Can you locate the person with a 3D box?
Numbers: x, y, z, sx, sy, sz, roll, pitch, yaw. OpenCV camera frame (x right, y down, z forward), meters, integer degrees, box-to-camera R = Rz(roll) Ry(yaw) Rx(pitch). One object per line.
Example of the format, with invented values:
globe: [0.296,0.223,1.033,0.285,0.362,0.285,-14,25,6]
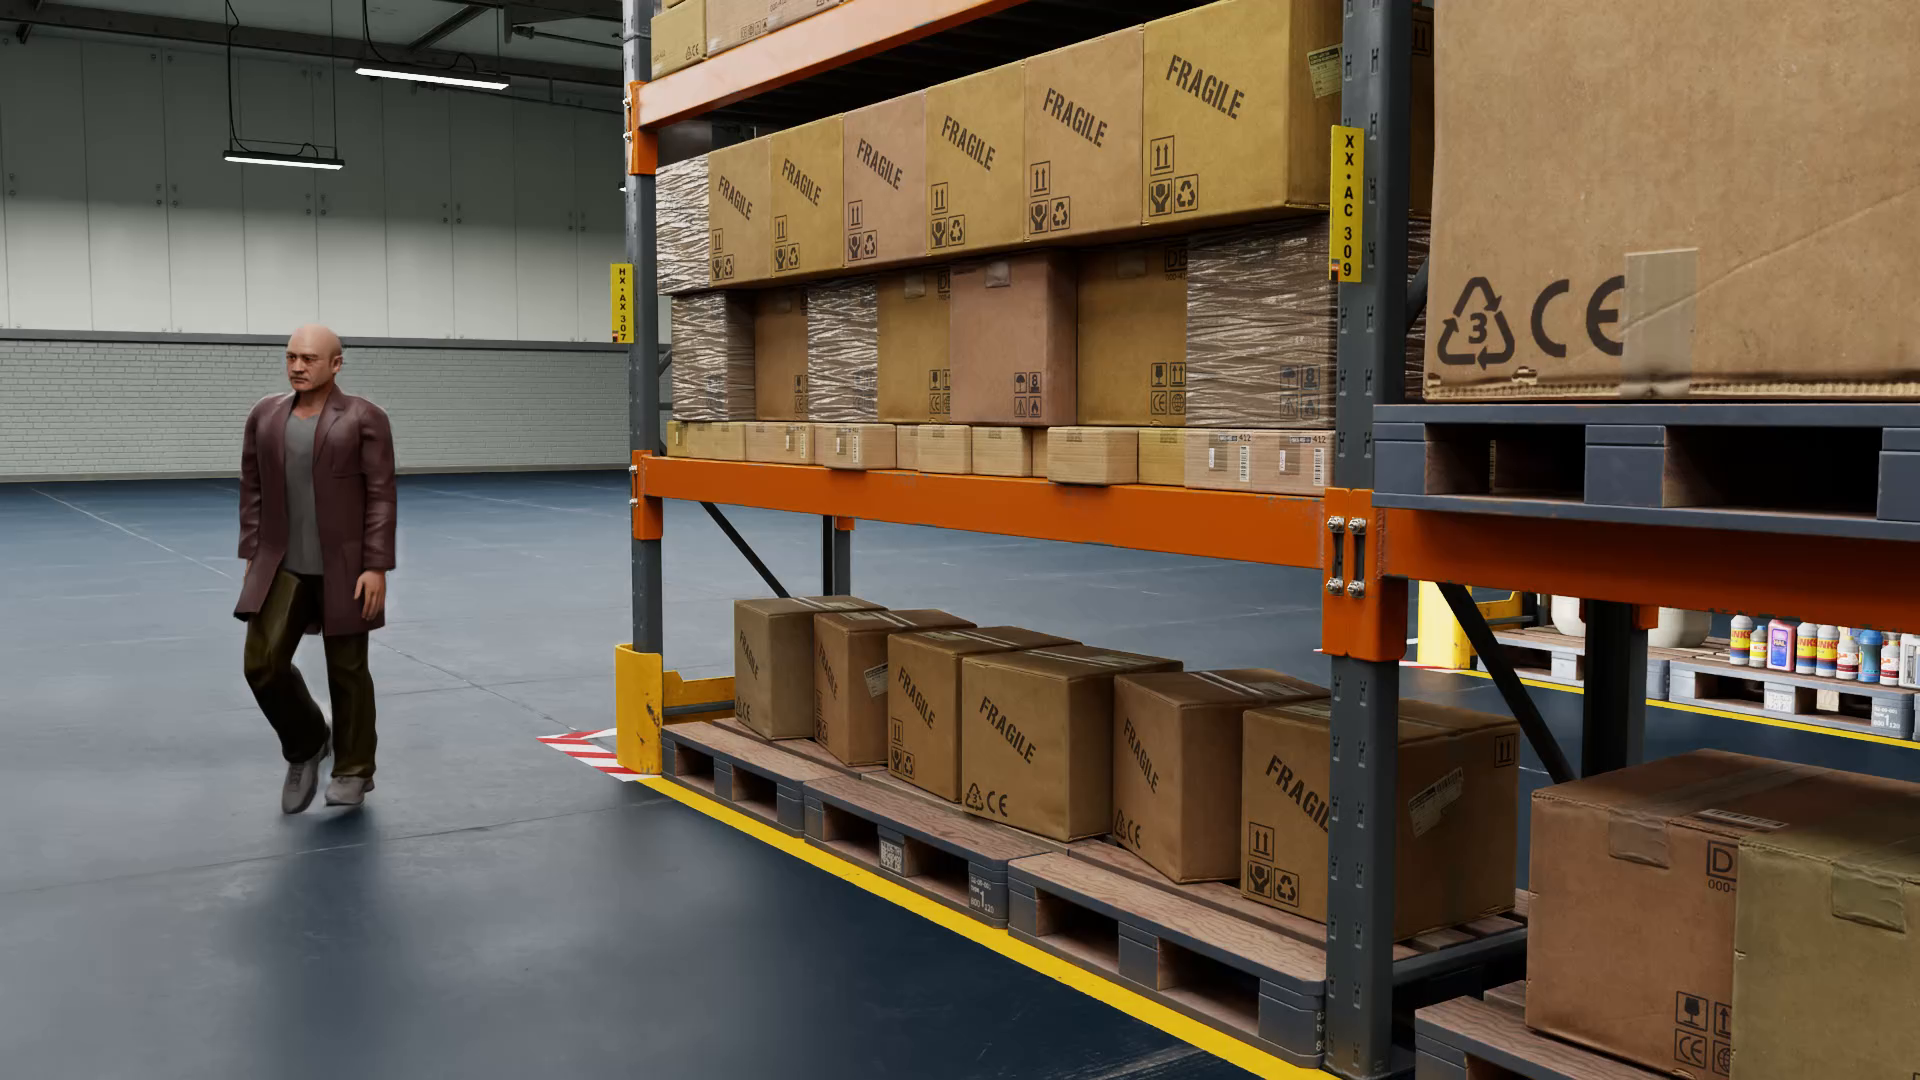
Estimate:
person: [-2.343,0.134,6.059,0.606,1.825,0.584,0,5,-2]
